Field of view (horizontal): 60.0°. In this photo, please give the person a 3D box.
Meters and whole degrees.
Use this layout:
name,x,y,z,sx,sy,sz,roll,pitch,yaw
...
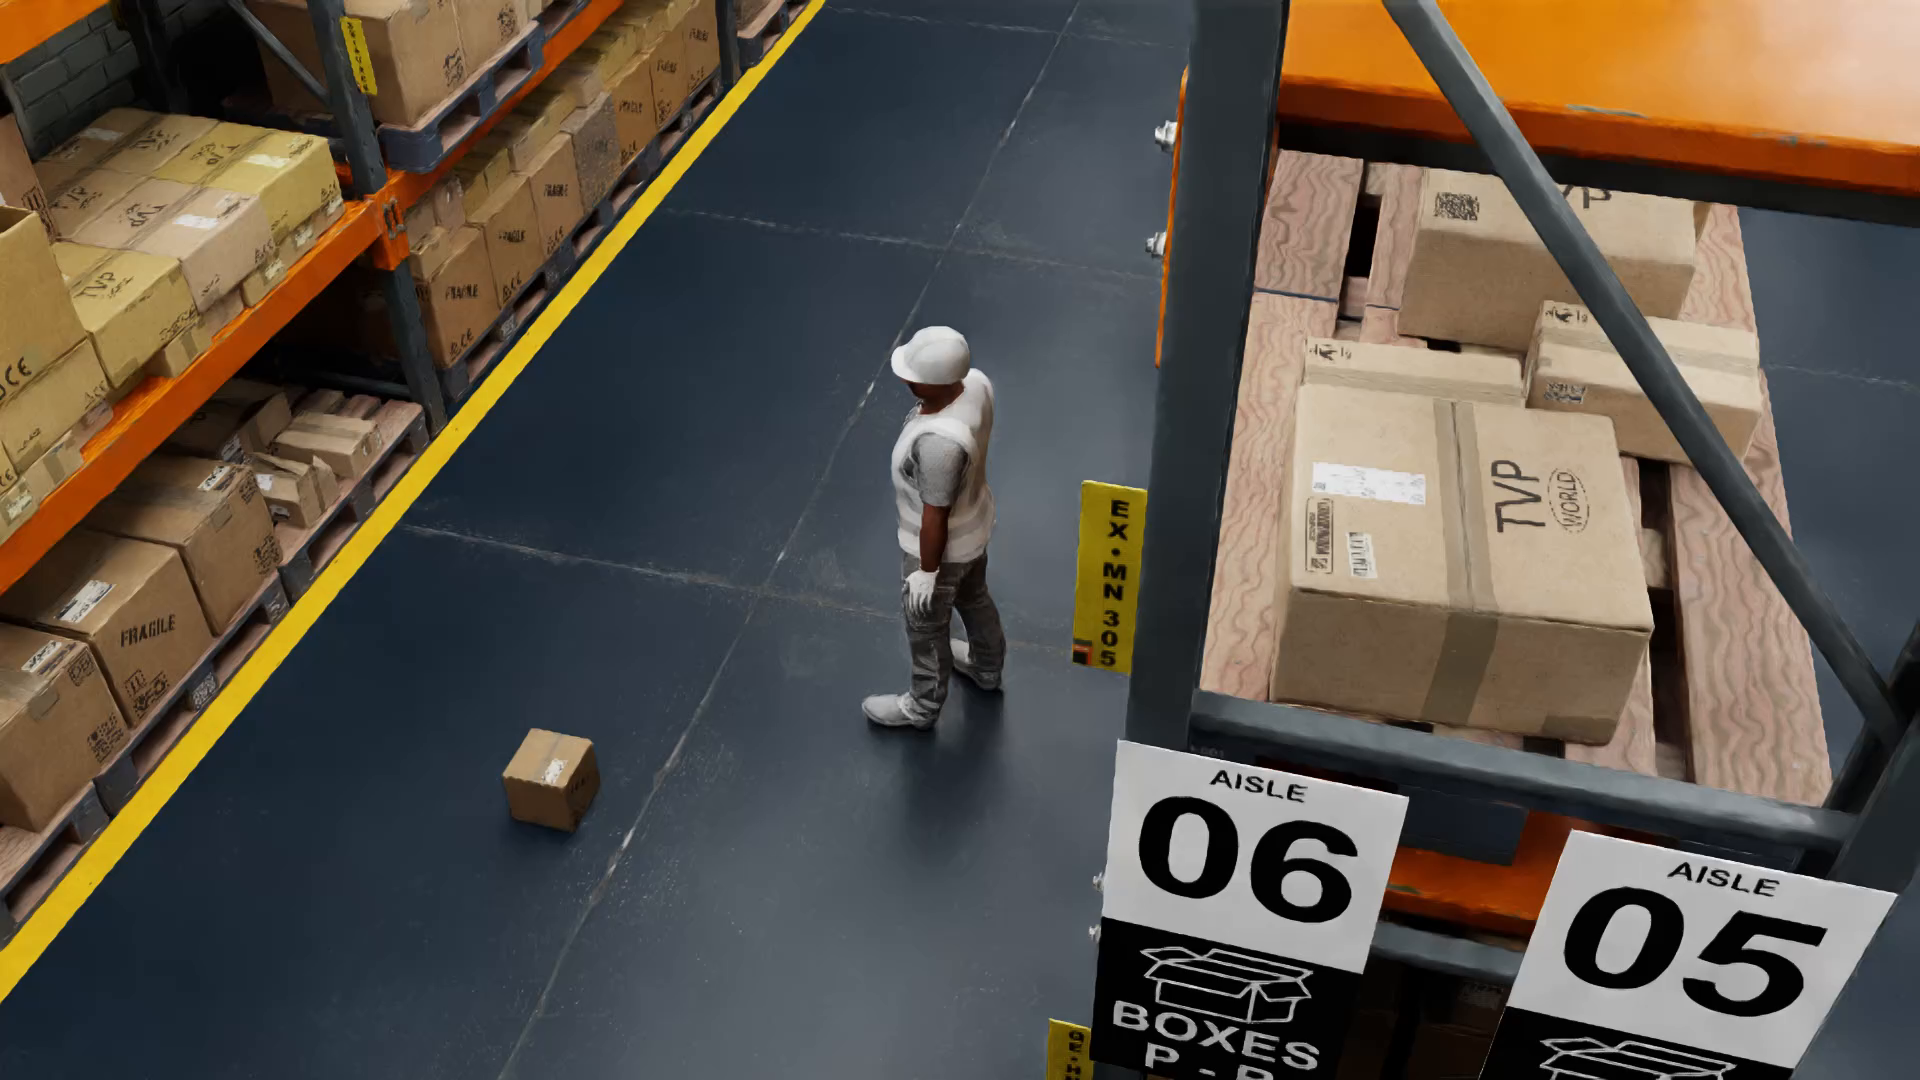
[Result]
name,x,y,z,sx,sy,sz,roll,pitch,yaw
person,-0.103,-0.035,6.144,0.514,1.784,0.646,10,42,11
